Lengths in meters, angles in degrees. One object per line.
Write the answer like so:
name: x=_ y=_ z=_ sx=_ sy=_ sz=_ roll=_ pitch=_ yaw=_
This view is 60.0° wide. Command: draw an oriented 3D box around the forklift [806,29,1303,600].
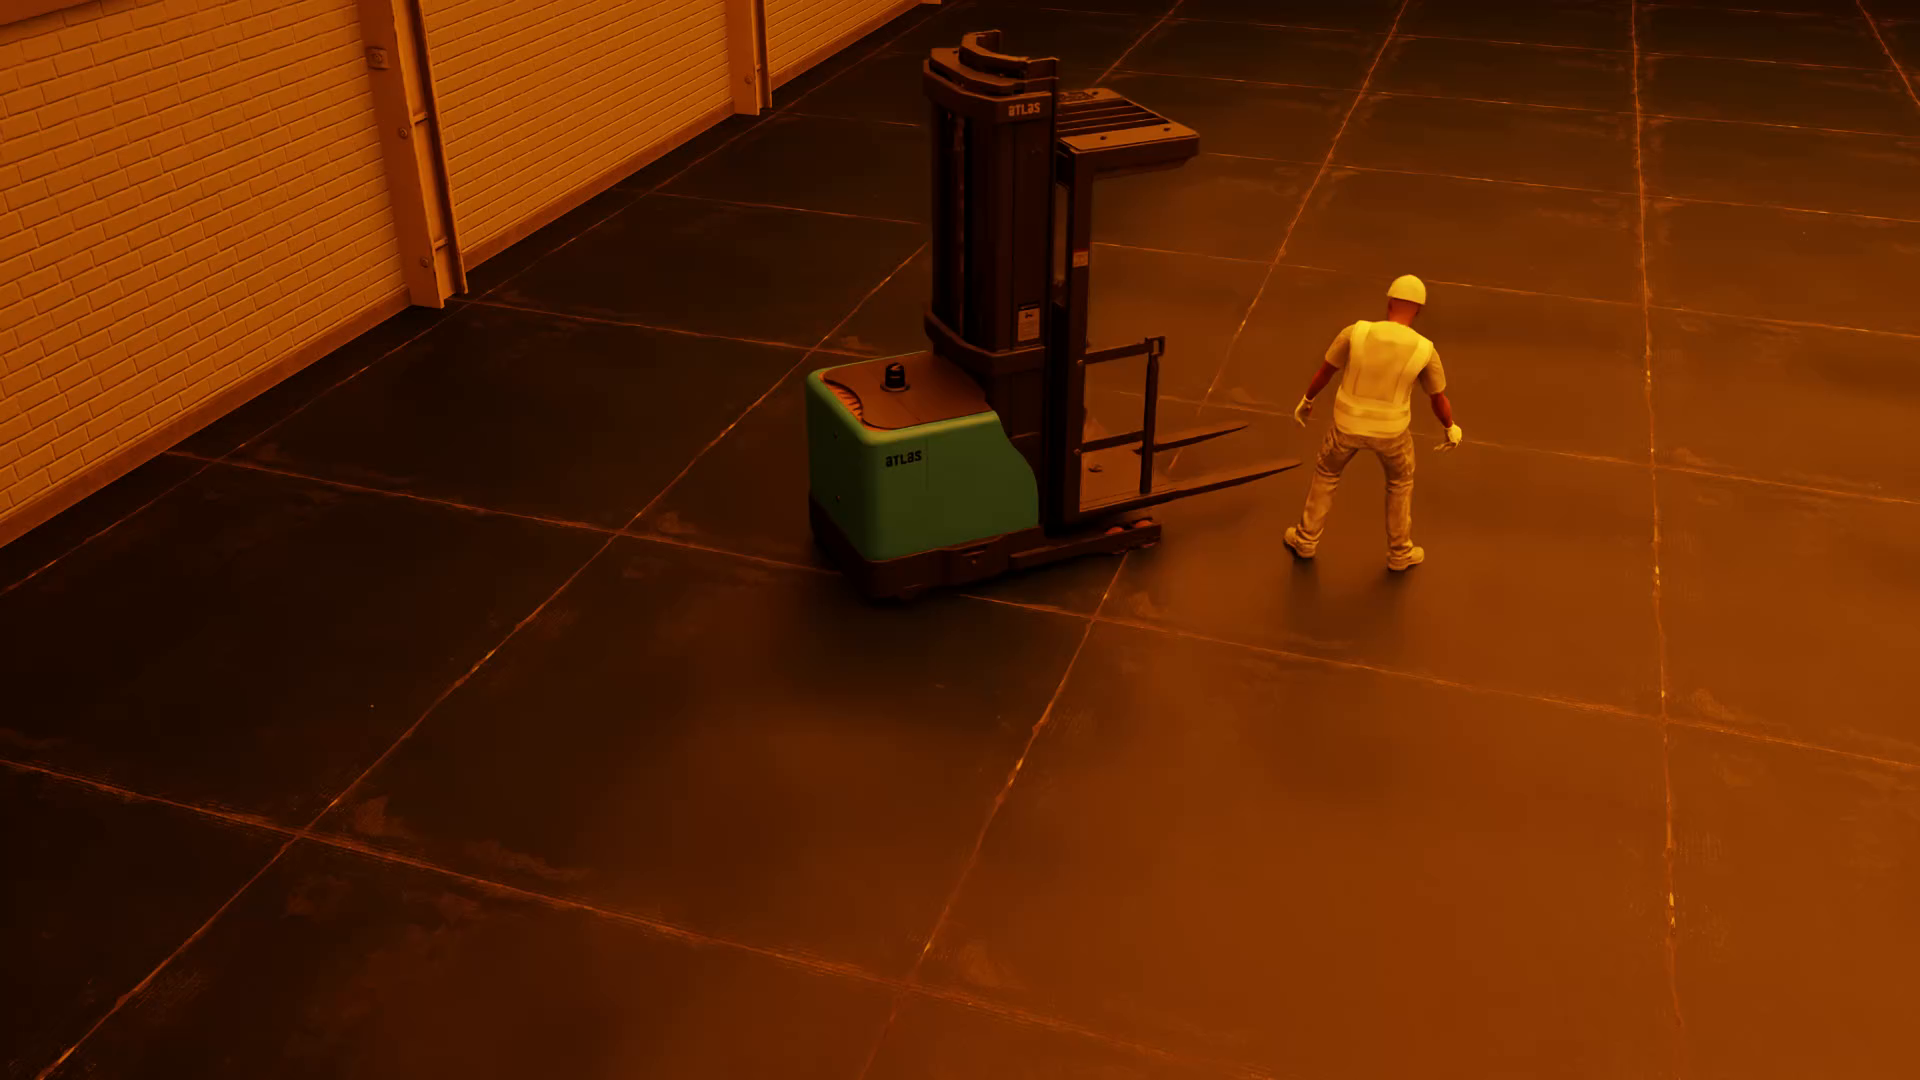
forklift: x=0.653 y=-1.409 z=9.608 sx=3.031 sy=2.935 sz=1.130 roll=-13 pitch=32 yaw=-21

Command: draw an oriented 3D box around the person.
person: x=2.399 y=-0.681 z=9.550 sx=0.937 sy=1.733 sz=0.433 roll=9 pitch=31 yaw=16
